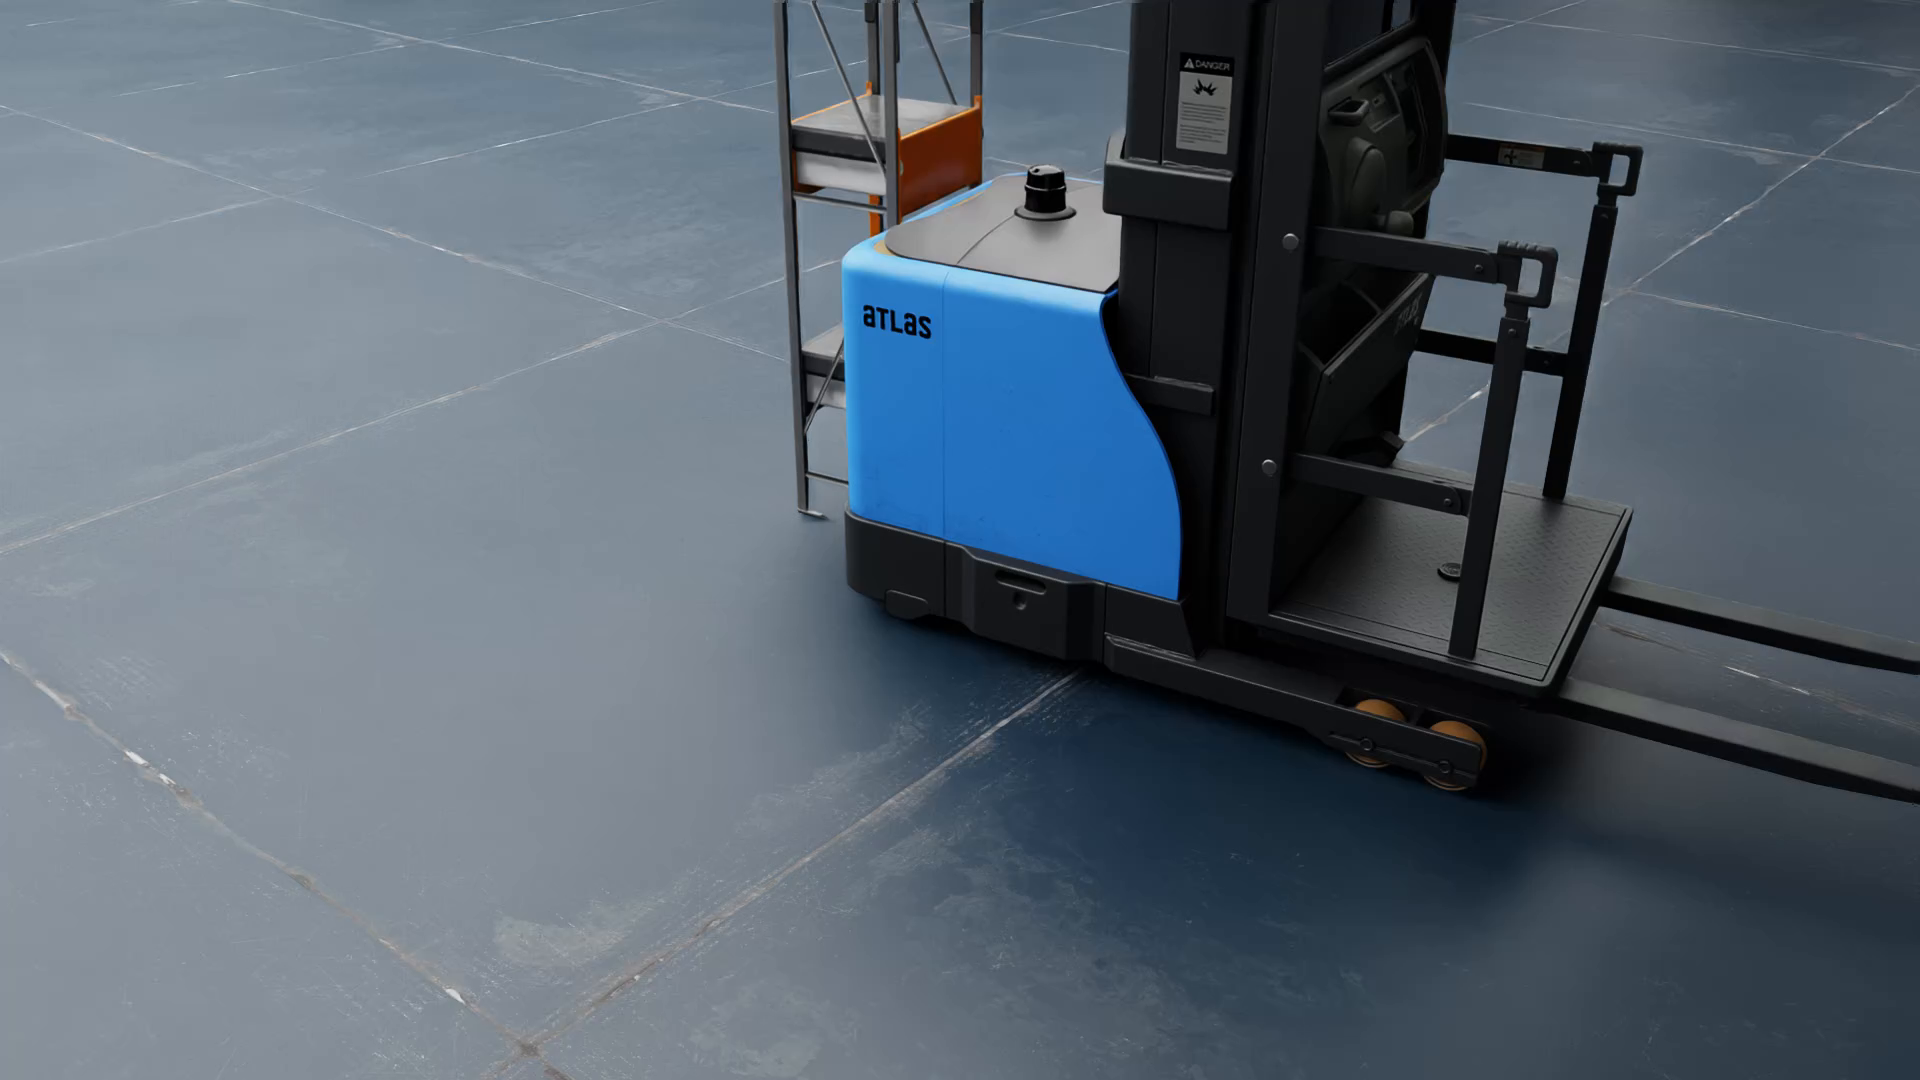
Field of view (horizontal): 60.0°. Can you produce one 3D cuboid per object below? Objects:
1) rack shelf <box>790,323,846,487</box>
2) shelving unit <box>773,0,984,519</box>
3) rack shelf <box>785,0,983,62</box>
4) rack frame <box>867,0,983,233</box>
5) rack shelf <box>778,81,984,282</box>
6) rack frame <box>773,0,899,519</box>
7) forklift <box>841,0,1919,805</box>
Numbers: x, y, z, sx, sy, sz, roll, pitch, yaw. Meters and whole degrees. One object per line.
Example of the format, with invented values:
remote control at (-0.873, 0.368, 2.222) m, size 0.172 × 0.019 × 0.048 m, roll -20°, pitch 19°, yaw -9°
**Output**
rack shelf at (-0.230, -0.443, 5.374) m, size 0.431 × 0.518 × 0.480 m, roll 15°, pitch 31°, yaw 26°
shelving unit at (-0.230, -1.077, 5.046) m, size 0.431 × 2.100 × 0.503 m, roll 15°, pitch 31°, yaw 26°
rack shelf at (-0.230, -1.687, 4.731) m, size 0.431 × 0.518 × 0.480 m, roll 15°, pitch 31°, yaw 26°
rack frame at (-0.109, -1.174, 5.235) m, size 0.400 × 2.100 × 0.015 m, roll 15°, pitch 31°, yaw 26°
rack shelf at (-0.230, -1.065, 5.053) m, size 0.431 × 0.518 × 0.480 m, roll 15°, pitch 31°, yaw 26°
rack frame at (-0.351, -0.980, 4.858) m, size 0.400 × 2.100 × 0.015 m, roll 15°, pitch 31°, yaw 26°
forklift at (1.204, -0.969, 3.933) m, size 3.031 × 2.935 × 1.130 m, roll 15°, pitch 31°, yaw 26°
